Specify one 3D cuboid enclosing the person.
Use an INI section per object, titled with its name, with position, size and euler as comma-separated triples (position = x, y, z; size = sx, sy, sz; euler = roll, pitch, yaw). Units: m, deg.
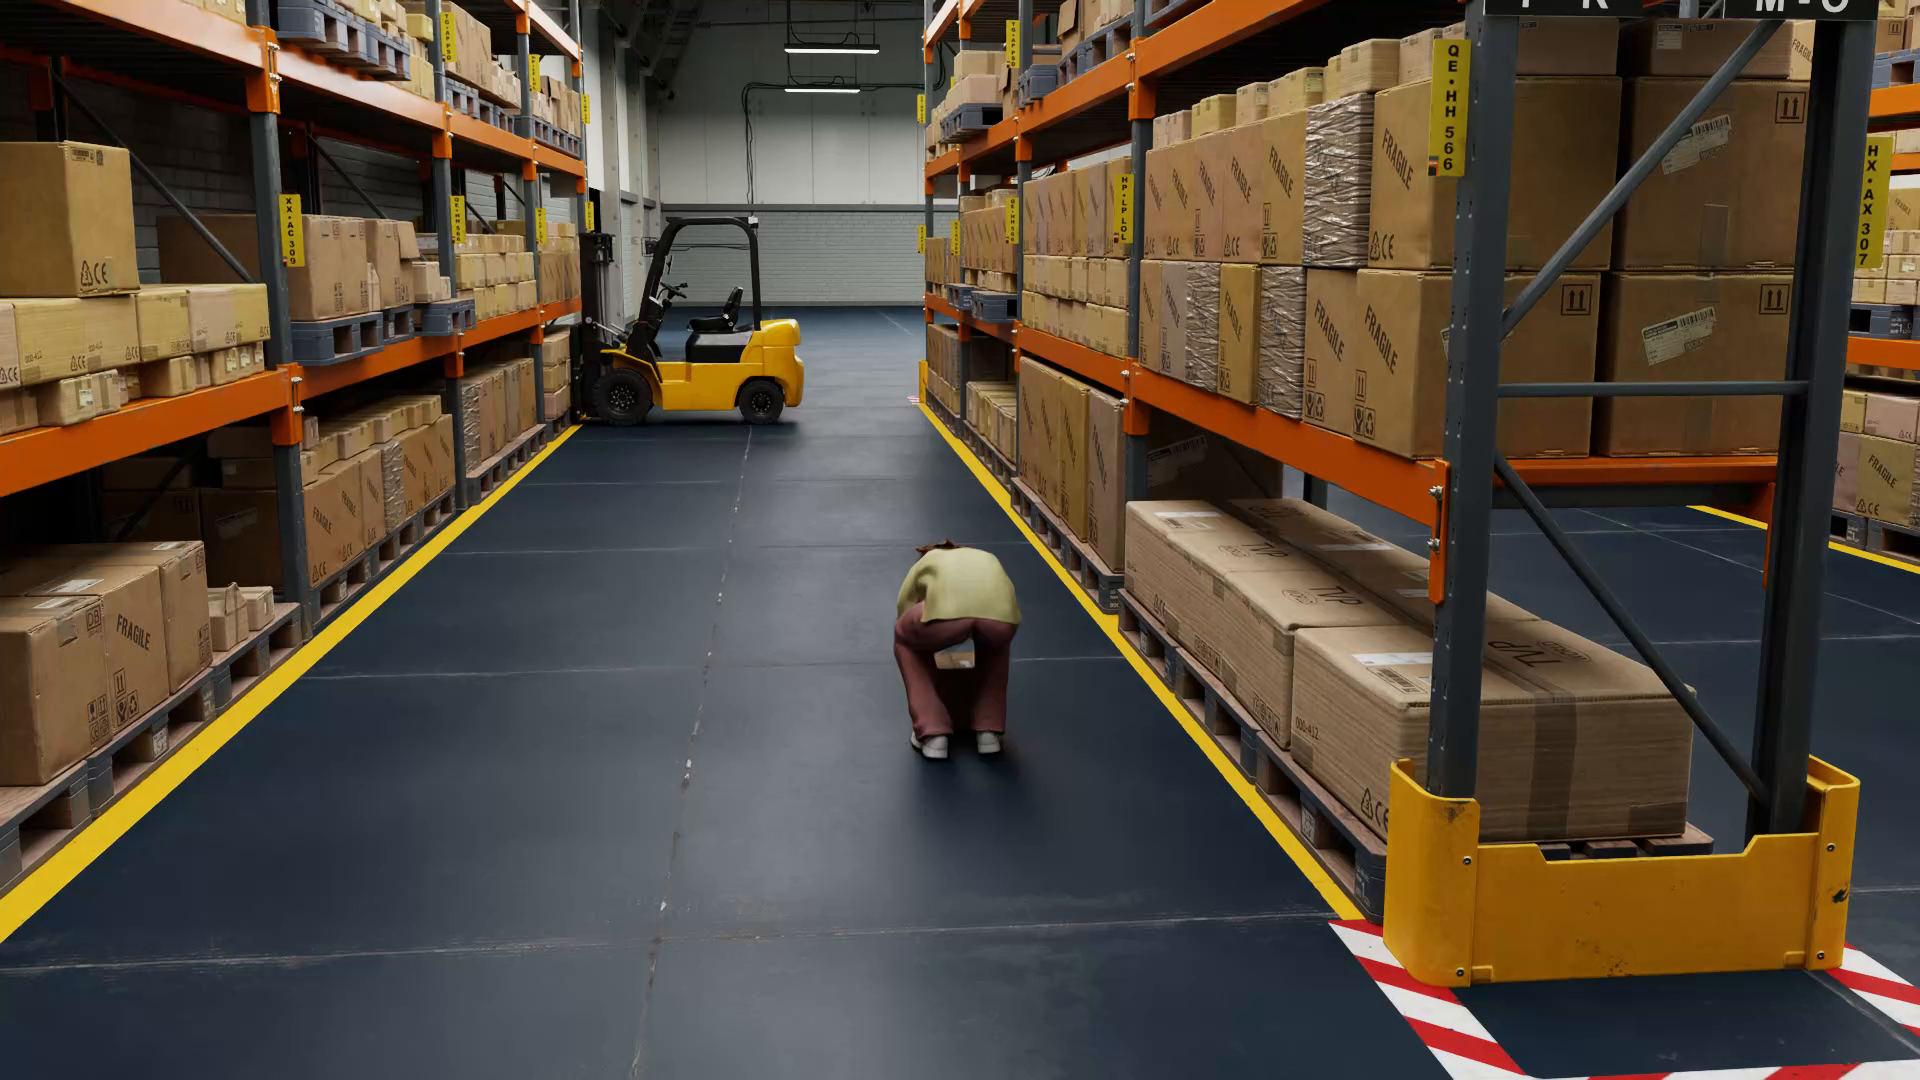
[person]
position = -0.020, 0.400, 6.332
size = 0.460, 0.773, 0.866
euler = -1, 10, -8
